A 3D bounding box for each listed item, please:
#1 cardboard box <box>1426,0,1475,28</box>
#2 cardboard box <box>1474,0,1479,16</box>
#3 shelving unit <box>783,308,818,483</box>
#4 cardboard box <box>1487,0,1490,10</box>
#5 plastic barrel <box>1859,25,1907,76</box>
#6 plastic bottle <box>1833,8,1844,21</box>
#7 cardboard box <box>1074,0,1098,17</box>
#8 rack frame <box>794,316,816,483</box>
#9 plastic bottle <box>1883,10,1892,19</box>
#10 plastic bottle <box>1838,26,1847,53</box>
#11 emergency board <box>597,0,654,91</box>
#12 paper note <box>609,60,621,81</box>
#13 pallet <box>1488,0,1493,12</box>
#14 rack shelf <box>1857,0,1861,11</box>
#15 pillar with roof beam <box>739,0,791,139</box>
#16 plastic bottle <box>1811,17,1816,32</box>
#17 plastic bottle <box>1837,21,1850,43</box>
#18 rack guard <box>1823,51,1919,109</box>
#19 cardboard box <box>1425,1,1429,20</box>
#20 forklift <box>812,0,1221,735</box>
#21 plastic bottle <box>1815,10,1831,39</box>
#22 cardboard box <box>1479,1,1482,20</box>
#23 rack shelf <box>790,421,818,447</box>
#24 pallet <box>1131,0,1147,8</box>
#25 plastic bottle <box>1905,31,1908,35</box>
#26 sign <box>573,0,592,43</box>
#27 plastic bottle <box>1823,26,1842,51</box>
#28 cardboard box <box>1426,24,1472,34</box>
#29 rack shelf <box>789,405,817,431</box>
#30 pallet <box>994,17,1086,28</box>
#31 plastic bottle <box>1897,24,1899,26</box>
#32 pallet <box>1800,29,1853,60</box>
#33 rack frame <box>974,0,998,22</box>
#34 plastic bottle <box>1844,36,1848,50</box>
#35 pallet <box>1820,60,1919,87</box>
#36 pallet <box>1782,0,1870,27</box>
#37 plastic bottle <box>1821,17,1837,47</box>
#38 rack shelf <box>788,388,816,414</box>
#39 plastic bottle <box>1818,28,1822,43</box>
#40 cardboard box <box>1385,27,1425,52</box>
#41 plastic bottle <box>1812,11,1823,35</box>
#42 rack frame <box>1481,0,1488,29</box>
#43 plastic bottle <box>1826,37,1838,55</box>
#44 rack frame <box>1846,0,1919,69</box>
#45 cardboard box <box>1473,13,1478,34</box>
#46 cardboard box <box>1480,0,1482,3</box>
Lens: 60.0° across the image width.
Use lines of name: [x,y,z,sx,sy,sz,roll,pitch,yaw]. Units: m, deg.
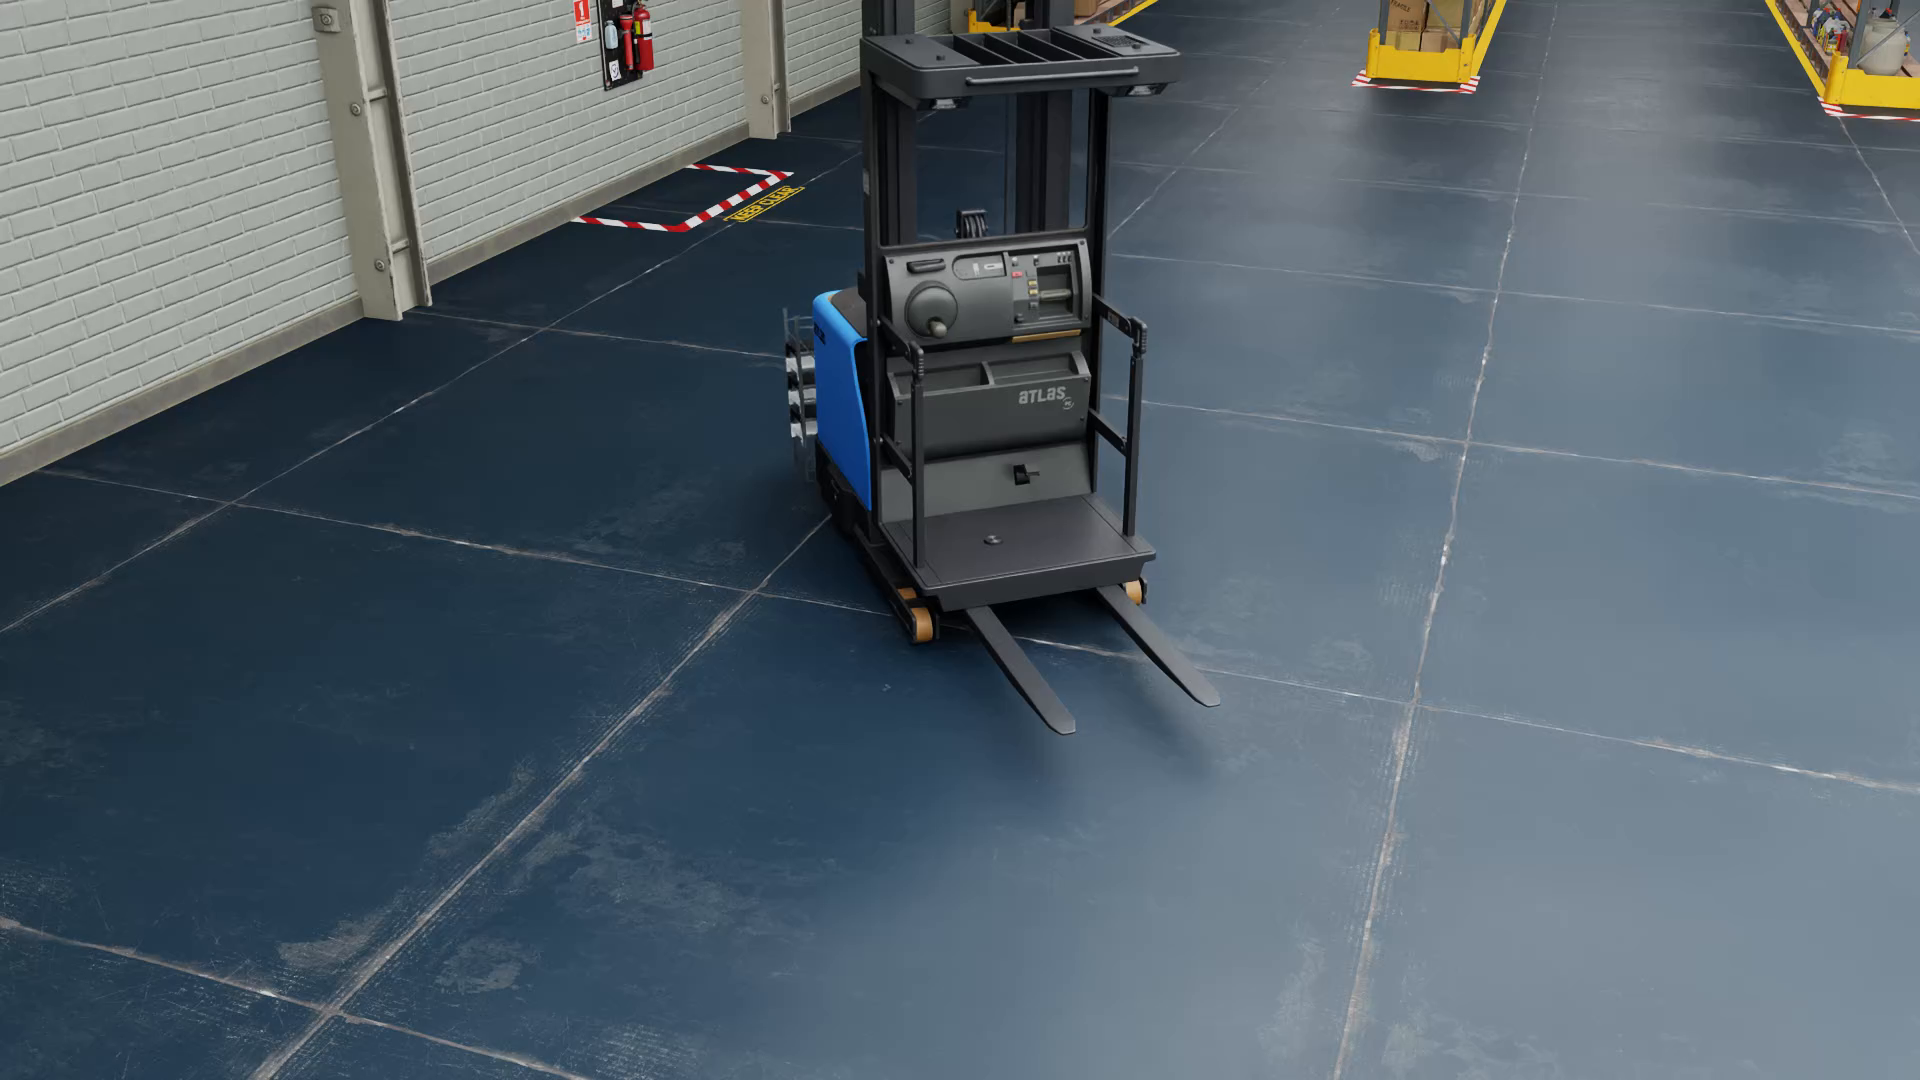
cardboard box: [5.892,-6.431,19.903,0.500,0.500,0.500,9,27,17]
cardboard box: [6.229,-6.841,20.751,0.500,0.500,0.500,9,27,17]
shelving unit: [-0.762,-0.778,8.804,0.258,0.900,0.210,-10,22,-20]
cardboard box: [7.038,-7.473,22.916,0.500,0.250,0.500,8,27,16]
plastic barrel: [10.156,-5.379,18.291,0.421,0.512,0.421,0,26,0]
plastic bottle: [10.816,-6.385,20.531,0.144,0.351,0.185,9,27,17]
cardboard box: [1.463,-7.338,22.327,0.700,0.500,0.500,7,27,14]
rack frame: [-0.724,-0.745,8.716,0.240,0.900,0.006,-10,22,-20]
plastic bottle: [11.334,-6.293,20.339,0.144,0.351,0.185,7,27,15]
plastic bottle: [10.417,-5.907,19.619,0.061,0.283,0.133,9,27,17]
emergency board: [-2.771,-4.402,13.901,0.194,1.169,0.643,9,27,17]
paper note: [-2.895,-3.943,13.963,0.016,0.148,0.142,9,27,17]
pallet: [7.283,-7.948,24.424,1.003,0.211,1.213,9,27,17]
rack shelf: [10.675,-6.526,19.113,1.077,0.370,4.000,9,27,17]
pillar with roof beam: [2.147,-7.488,13.390,9.100,9.000,0.400,9,27,17]
plastic bottle: [10.787,-6.502,20.942,0.097,0.201,0.097,0,26,0]
plastic bottle: [10.624,-6.109,20.047,0.152,0.276,0.135,9,27,17]
rack guard: [9.990,-4.941,17.882,1.175,0.500,0.348,9,27,17]
cardboard box: [5.556,-6.714,20.487,0.500,0.500,0.500,9,27,17]
forklift: [0.203,-1.061,7.079,1.130,2.935,3.031,-9,27,-17]
plastic bottle: [10.618,-6.329,20.414,0.144,0.351,0.185,8,27,15]
cardboard box: [6.547,-6.917,21.768,0.500,0.250,0.500,9,27,17]
rack shelf: [-0.754,-0.578,8.880,0.258,0.077,0.200,-10,22,-20]
pallet: [2.256,-8.174,24.890,1.003,0.211,1.213,9,27,17]
plastic bottle: [10.999,-5.794,19.387,0.061,0.283,0.133,9,27,18]
sign: [-3.052,-4.206,13.454,0.001,0.329,0.234,9,27,17]
plastic bottle: [10.317,-5.918,19.652,0.152,0.276,0.135,9,27,18]
cardboard box: [5.891,-6.094,20.067,0.500,0.250,0.500,9,27,17]
rack shelf: [-0.757,-0.662,8.848,0.258,0.077,0.200,-10,22,-20]
pallet: [0.996,-6.570,21.577,1.003,0.211,1.213,9,27,17]
plastic bottle: [11.169,-6.060,19.945,0.152,0.276,0.135,9,27,18]
pallet: [11.077,-6.147,20.704,1.003,0.211,1.213,9,27,17]
rack frame: [0.667,-7.465,20.226,1.000,3.000,0.127,9,27,17]
plastic bottle: [10.487,-5.931,19.765,0.097,0.201,0.097,0,26,0]
pallet: [10.265,-5.144,18.633,1.003,0.211,1.213,9,27,17]
pallet: [11.969,-7.248,22.979,1.003,0.211,1.213,9,27,17]
plastic bottle: [10.414,-6.078,19.895,0.144,0.351,0.185,10,28,20]
rack shelf: [-0.761,-0.746,8.816,0.258,0.077,0.200,-10,22,-20]
plastic bottle: [10.501,-6.149,20.213,0.097,0.201,0.097,0,26,0]
cardboard box: [5.239,-5.963,19.797,0.500,0.250,0.500,9,27,17]
plastic bottle: [10.739,-6.440,20.730,0.152,0.276,0.135,10,27,19]
rack frame: [6.670,-8.392,22.140,1.000,3.000,0.127,9,27,17]
plastic bottle: [10.207,-5.785,19.463,0.097,0.201,0.097,0,26,0]
rack frame: [10.009,-6.028,17.259,1.000,3.000,0.127,9,27,17]
cardboard box: [6.228,-6.504,20.914,0.500,0.250,0.500,9,27,17]
cardboard box: [6.545,-7.255,21.605,0.500,0.500,0.500,9,27,17]
